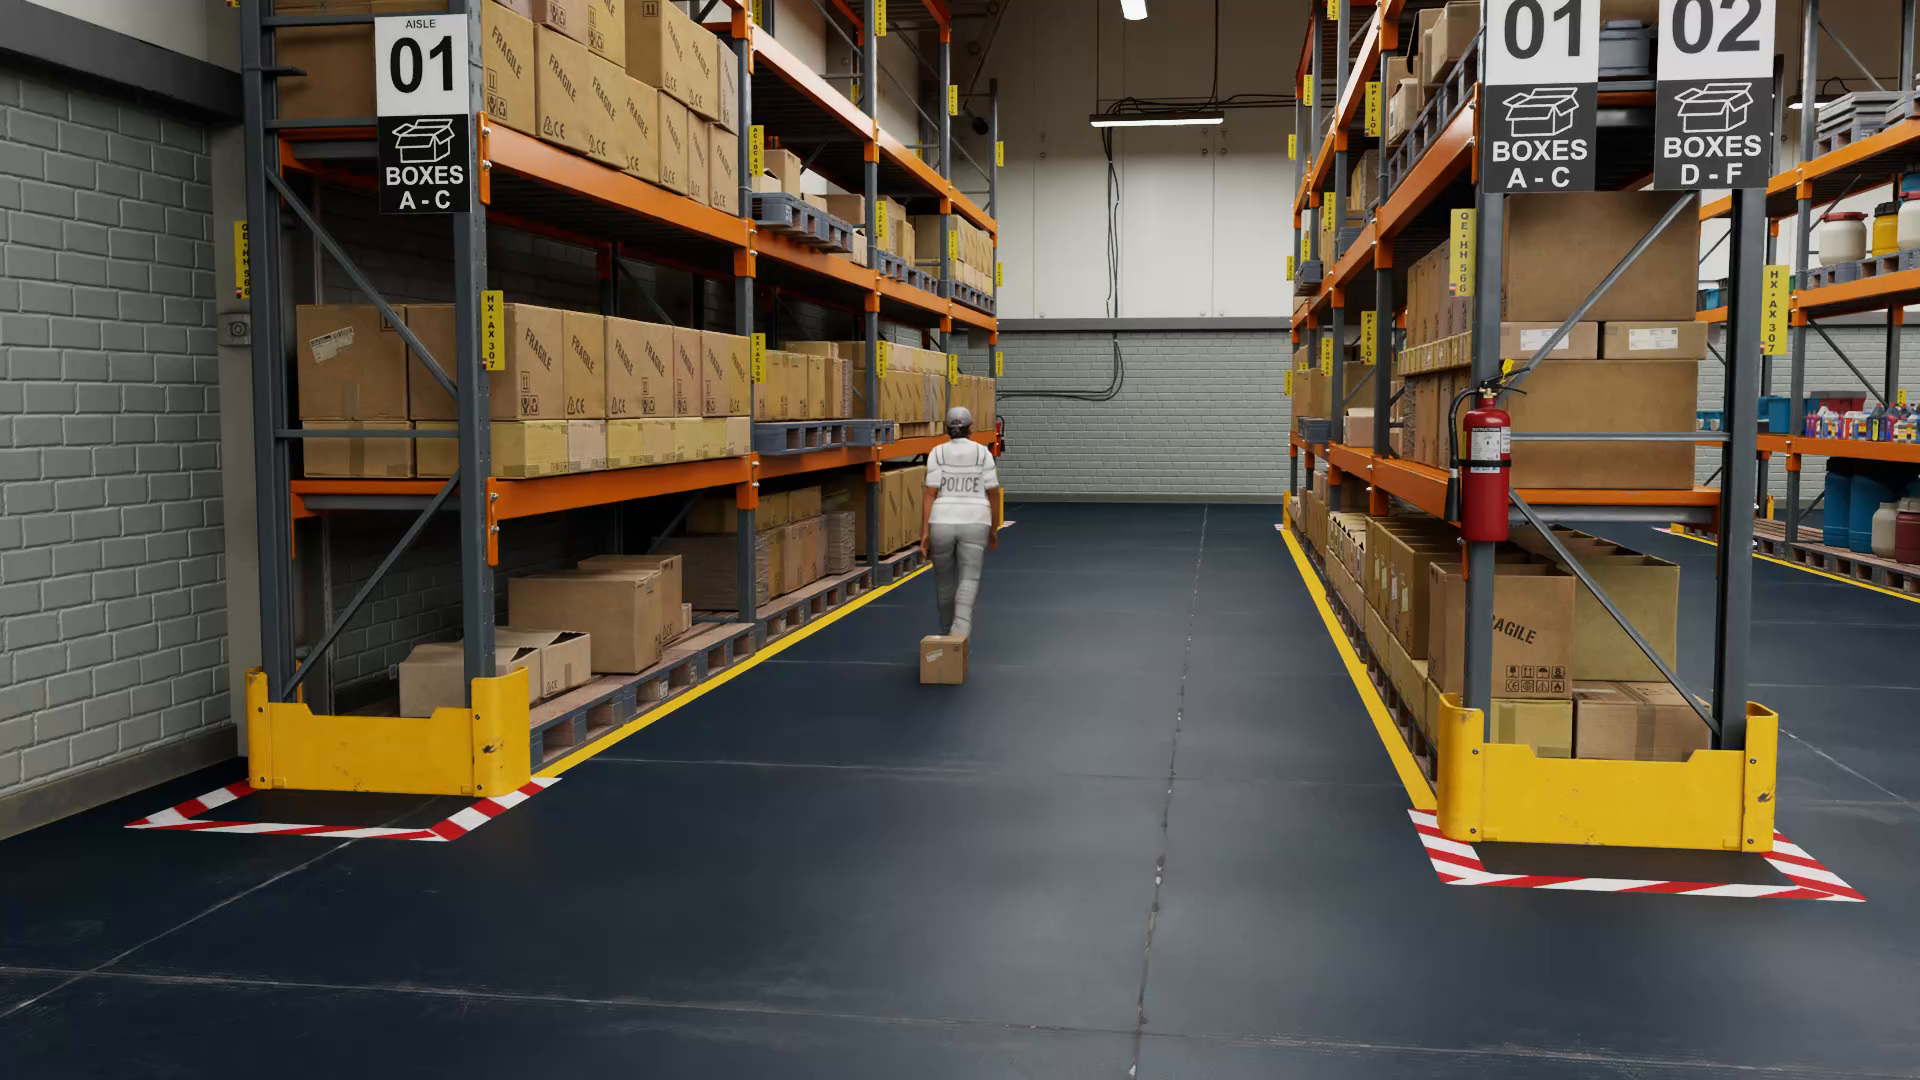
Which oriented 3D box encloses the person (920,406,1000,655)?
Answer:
[{"bbox_3d":[0.008,-0.066,10.822,0.504,1.603,1.030,0,5,6],"label":"person"}]
